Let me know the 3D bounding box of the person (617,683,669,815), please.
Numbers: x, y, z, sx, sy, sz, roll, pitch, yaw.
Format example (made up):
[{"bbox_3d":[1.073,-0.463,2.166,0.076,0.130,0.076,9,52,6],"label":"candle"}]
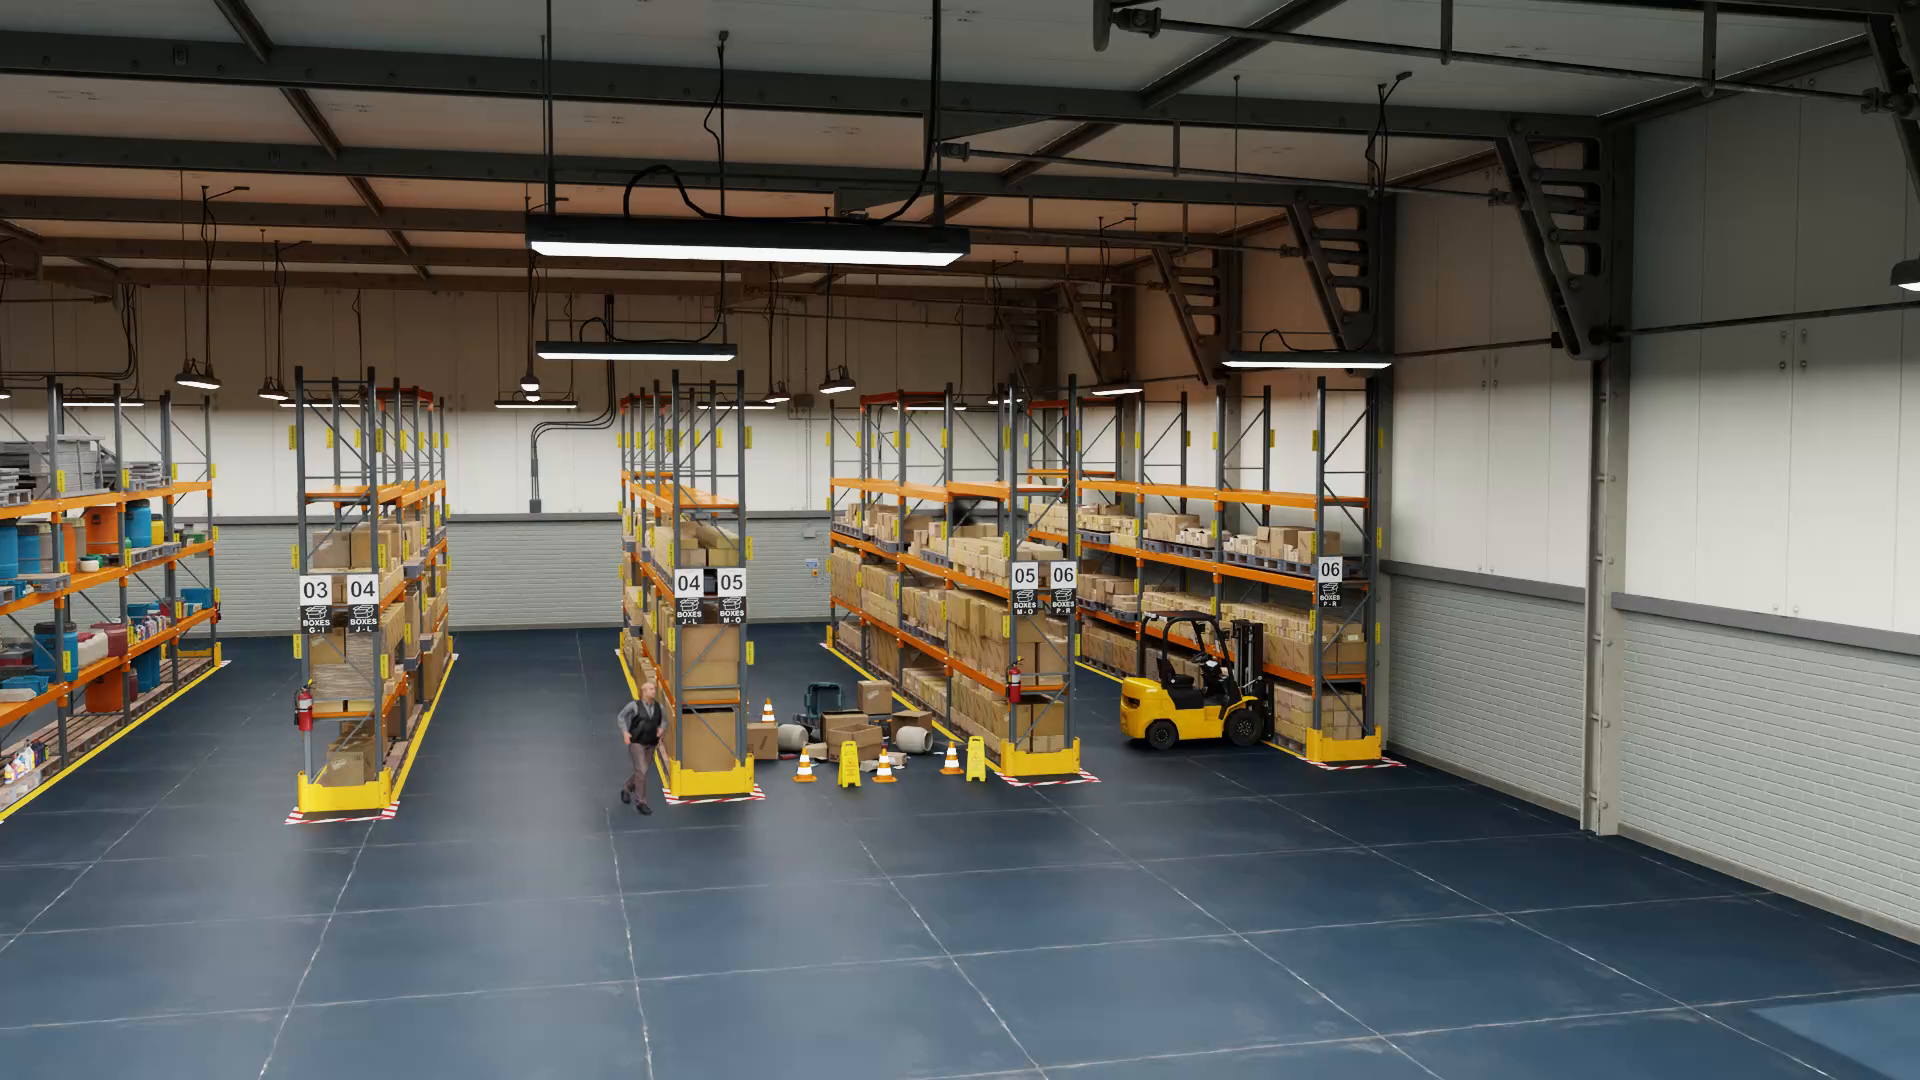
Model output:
[{"bbox_3d":[-4.283,2.802,22.633,0.655,1.728,0.828,-3,5,-43],"label":"person"}]
